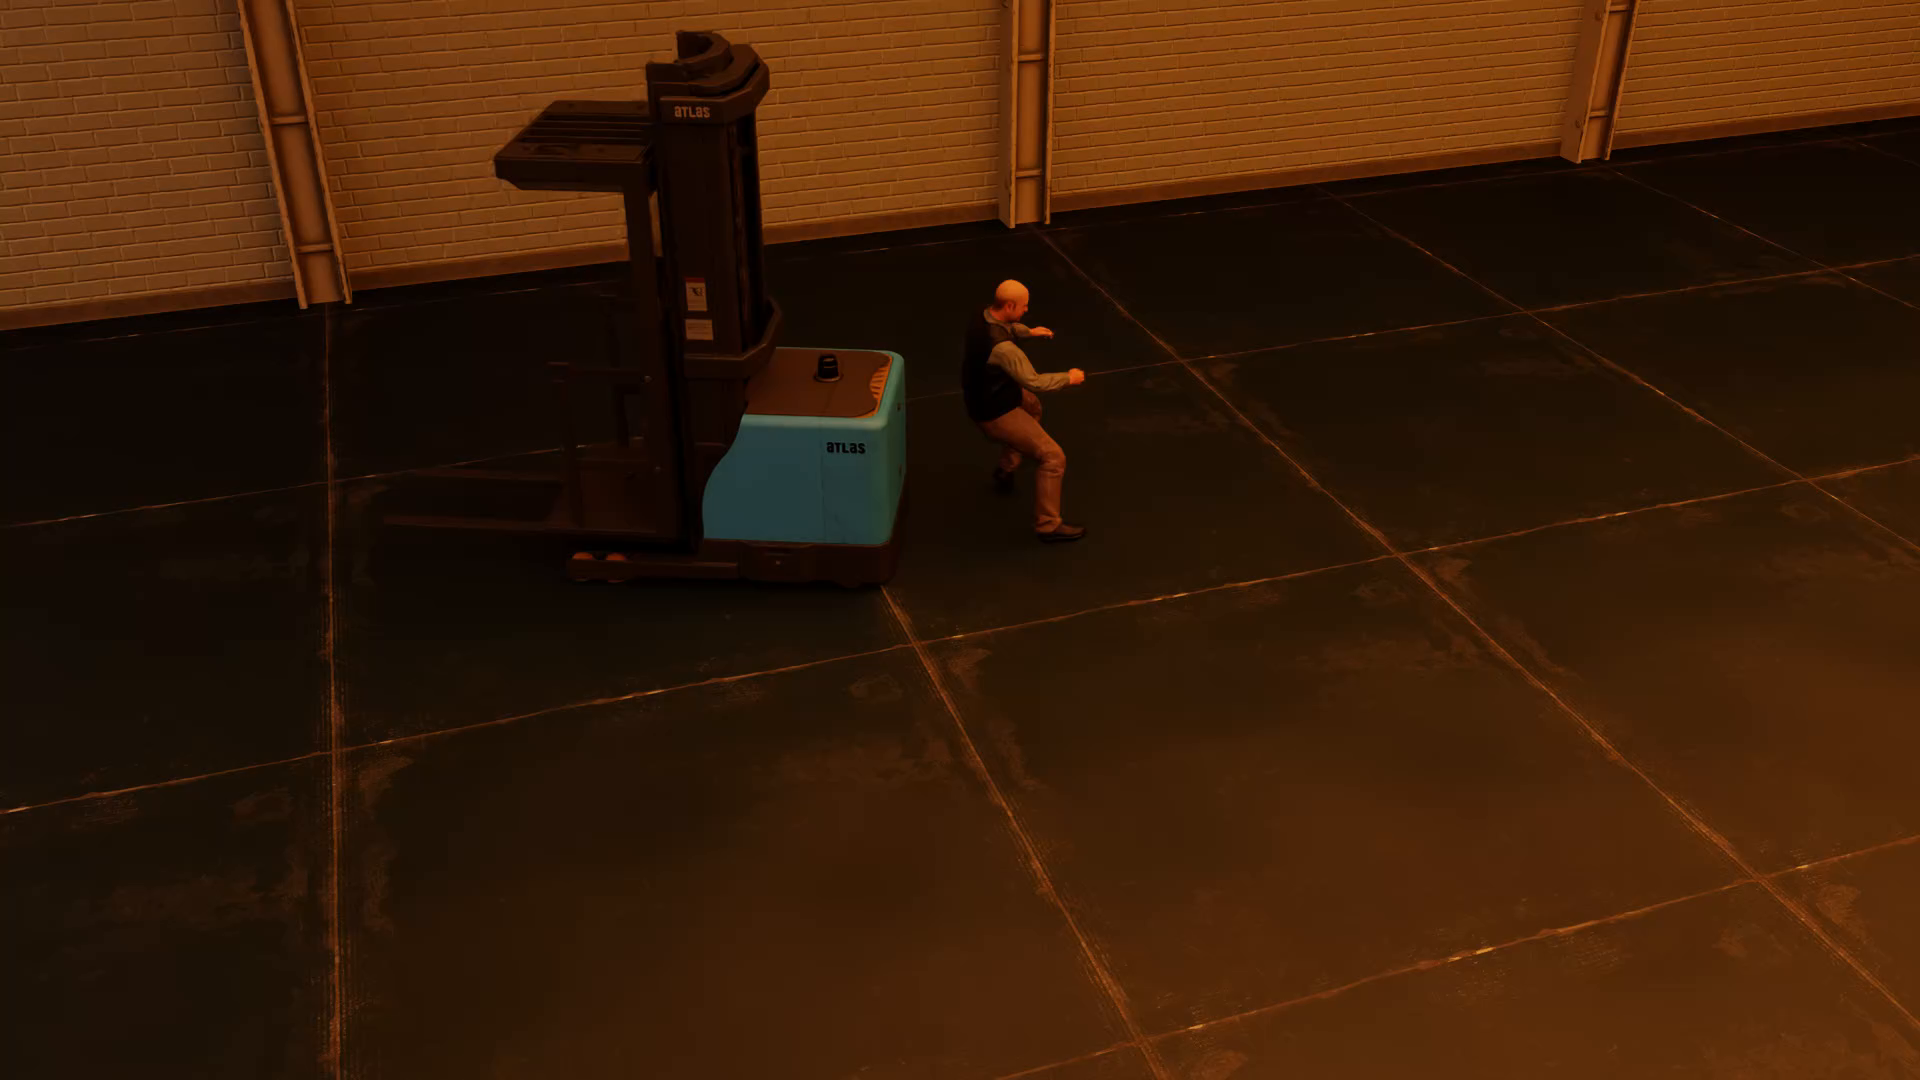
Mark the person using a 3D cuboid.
[{"bbox_3d":[0.374,-0.862,10.001,0.720,1.526,0.946,-4,30,-7],"label":"person"}]

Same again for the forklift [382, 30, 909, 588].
[{"bbox_3d":[-1.858,-1.282,9.315,3.031,2.935,1.130,2,30,4],"label":"forklift"}]
